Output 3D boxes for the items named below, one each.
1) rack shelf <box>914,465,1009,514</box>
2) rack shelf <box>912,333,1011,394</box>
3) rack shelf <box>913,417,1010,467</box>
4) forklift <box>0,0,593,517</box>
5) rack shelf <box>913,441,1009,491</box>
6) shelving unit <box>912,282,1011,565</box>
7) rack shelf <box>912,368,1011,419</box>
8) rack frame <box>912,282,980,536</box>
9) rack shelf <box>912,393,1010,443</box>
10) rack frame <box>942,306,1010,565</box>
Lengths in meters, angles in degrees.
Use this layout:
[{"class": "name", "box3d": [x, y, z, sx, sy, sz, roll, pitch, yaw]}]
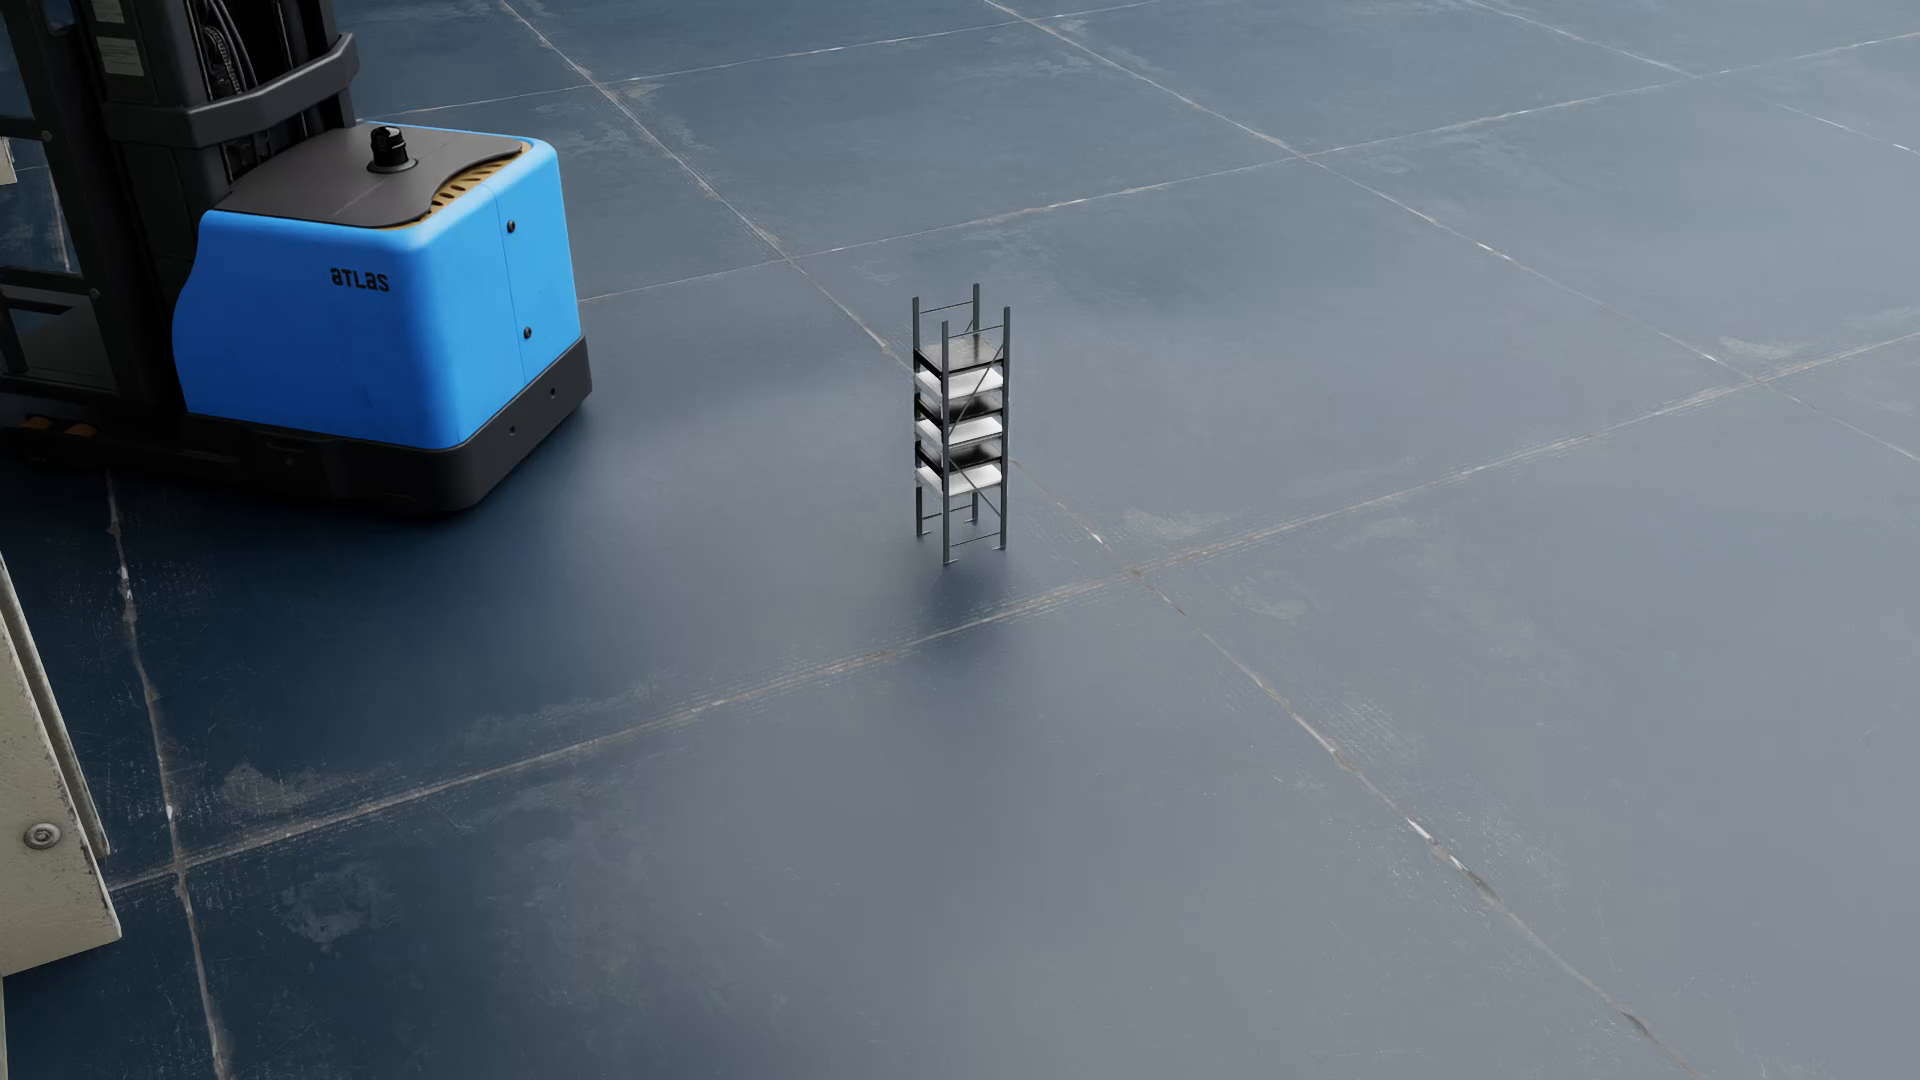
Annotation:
[{"class": "rack shelf", "box3d": [0.004, -0.195, 5.616, 0.258, 0.077, 0.200, -16, 36, -23]}, {"class": "rack shelf", "box3d": [0.004, -0.574, 5.374, 0.258, 0.077, 0.200, -16, 36, -23]}, {"class": "rack shelf", "box3d": [0.004, -0.347, 5.519, 0.258, 0.077, 0.200, -16, 36, -23]}, {"class": "forklift", "box3d": [-3.020, -1.757, 5.775, 3.031, 2.935, 1.130, 9, 34, 14]}, {"class": "rack shelf", "box3d": [0.004, -0.271, 5.568, 0.258, 0.077, 0.200, -16, 36, -23]}, {"class": "shelving unit", "box3d": [0.004, -0.375, 5.501, 0.258, 0.900, 0.210, -16, 36, -23]}, {"class": "rack shelf", "box3d": [0.004, -0.499, 5.422, 0.258, 0.077, 0.200, -16, 36, -23]}, {"class": "rack frame", "box3d": [-0.044, -0.424, 5.577, 0.240, 0.900, 0.006, -16, 36, -23]}, {"class": "rack shelf", "box3d": [0.004, -0.423, 5.471, 0.258, 0.077, 0.200, -16, 36, -23]}, {"class": "rack frame", "box3d": [0.051, -0.327, 5.425, 0.240, 0.900, 0.006, -16, 36, -23]}]
